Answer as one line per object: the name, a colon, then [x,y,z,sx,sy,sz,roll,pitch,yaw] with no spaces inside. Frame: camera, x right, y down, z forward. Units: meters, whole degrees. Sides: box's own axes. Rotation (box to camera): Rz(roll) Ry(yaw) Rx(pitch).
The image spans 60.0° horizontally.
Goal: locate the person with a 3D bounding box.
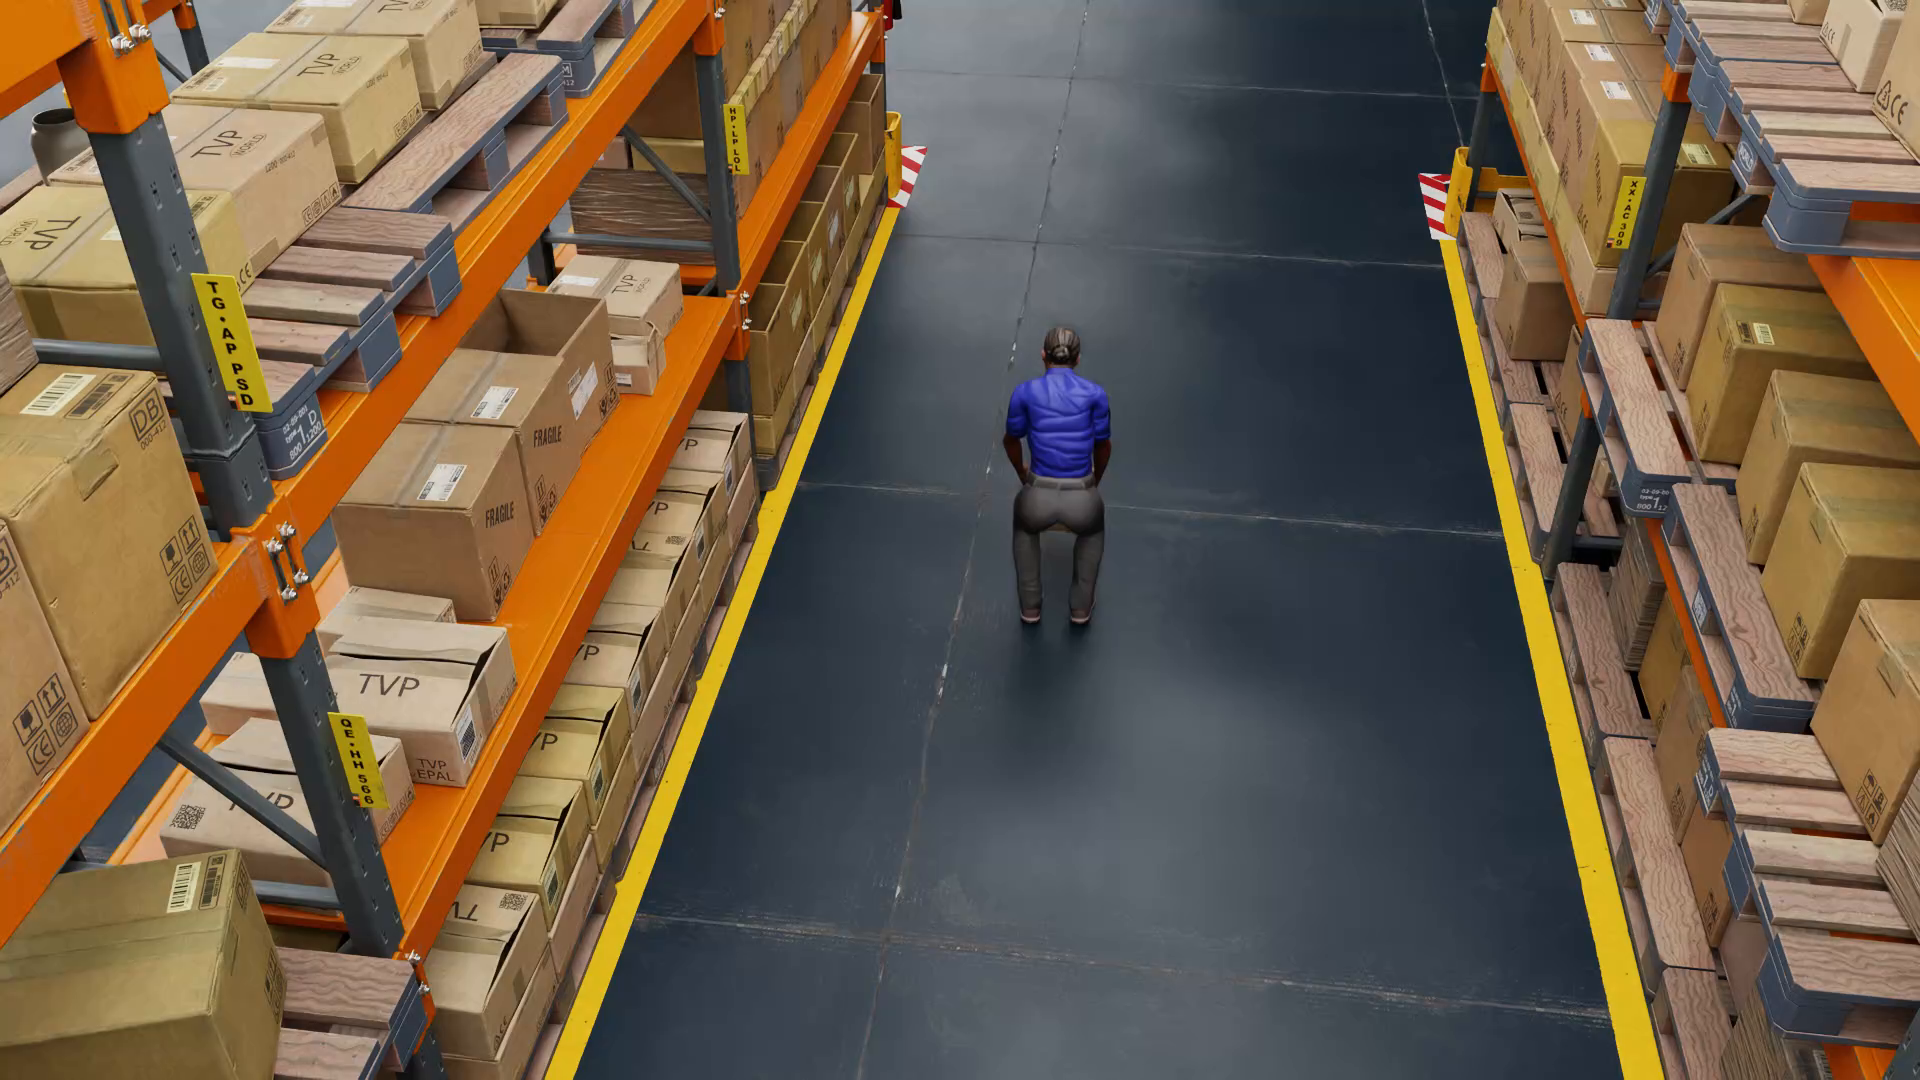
person: [0.432,-0.249,7.615,0.495,1.390,0.616,5,37,6]
